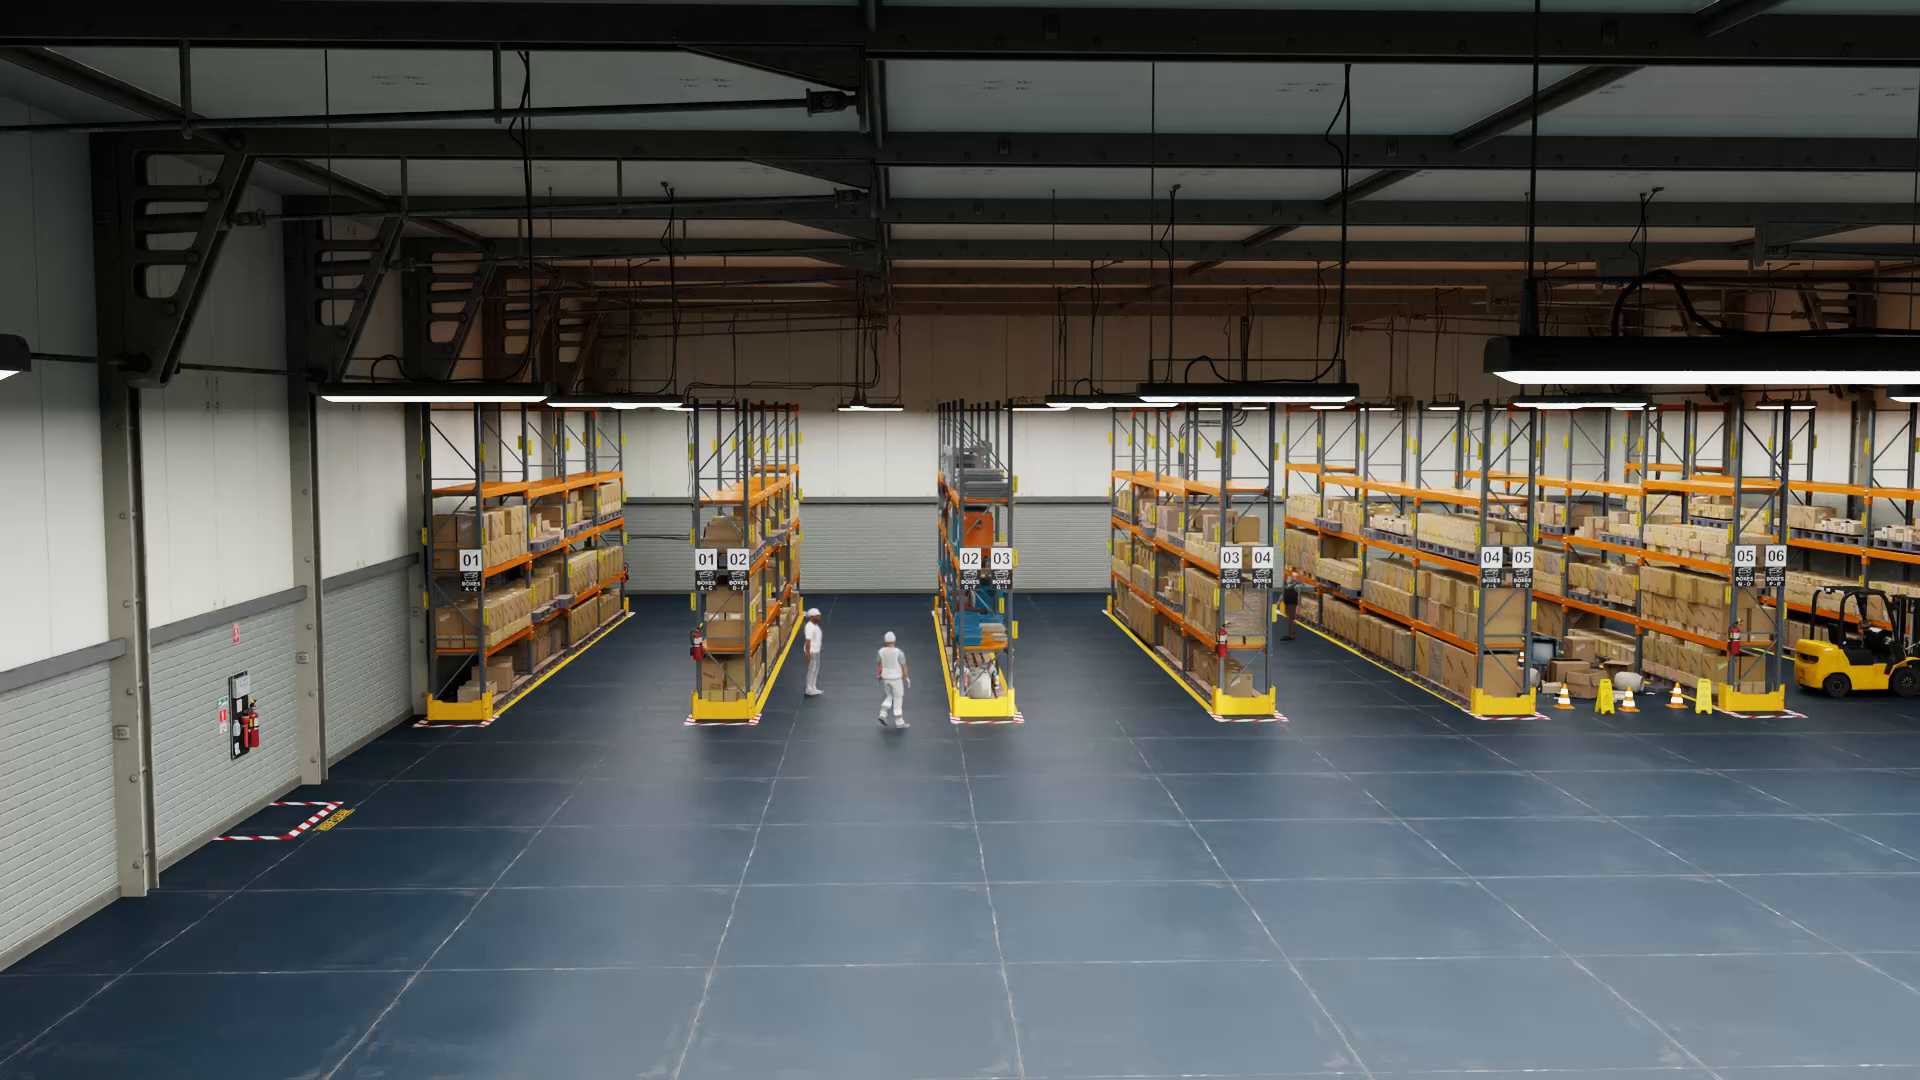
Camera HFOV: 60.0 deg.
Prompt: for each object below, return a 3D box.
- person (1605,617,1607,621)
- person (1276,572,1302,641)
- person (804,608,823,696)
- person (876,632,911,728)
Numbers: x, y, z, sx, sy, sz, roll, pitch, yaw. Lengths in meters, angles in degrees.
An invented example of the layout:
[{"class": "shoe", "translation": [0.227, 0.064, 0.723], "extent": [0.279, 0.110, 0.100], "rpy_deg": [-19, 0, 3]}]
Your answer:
[{"class": "person", "translation": [17.443, 1.410, 45.227], "extent": [0.508, 1.782, 0.620], "rpy_deg": [2, 5, 21]}, {"class": "person", "translation": [8.309, 1.678, 42.027], "extent": [0.611, 1.709, 0.535], "rpy_deg": [-1, 4, -7]}, {"class": "person", "translation": [-2.979, 2.270, 33.818], "extent": [0.375, 1.767, 0.671], "rpy_deg": [1, 4, 8]}, {"class": "person", "translation": [-1.229, 2.537, 30.263], "extent": [0.632, 1.776, 0.567], "rpy_deg": [4, 6, 39]}]
